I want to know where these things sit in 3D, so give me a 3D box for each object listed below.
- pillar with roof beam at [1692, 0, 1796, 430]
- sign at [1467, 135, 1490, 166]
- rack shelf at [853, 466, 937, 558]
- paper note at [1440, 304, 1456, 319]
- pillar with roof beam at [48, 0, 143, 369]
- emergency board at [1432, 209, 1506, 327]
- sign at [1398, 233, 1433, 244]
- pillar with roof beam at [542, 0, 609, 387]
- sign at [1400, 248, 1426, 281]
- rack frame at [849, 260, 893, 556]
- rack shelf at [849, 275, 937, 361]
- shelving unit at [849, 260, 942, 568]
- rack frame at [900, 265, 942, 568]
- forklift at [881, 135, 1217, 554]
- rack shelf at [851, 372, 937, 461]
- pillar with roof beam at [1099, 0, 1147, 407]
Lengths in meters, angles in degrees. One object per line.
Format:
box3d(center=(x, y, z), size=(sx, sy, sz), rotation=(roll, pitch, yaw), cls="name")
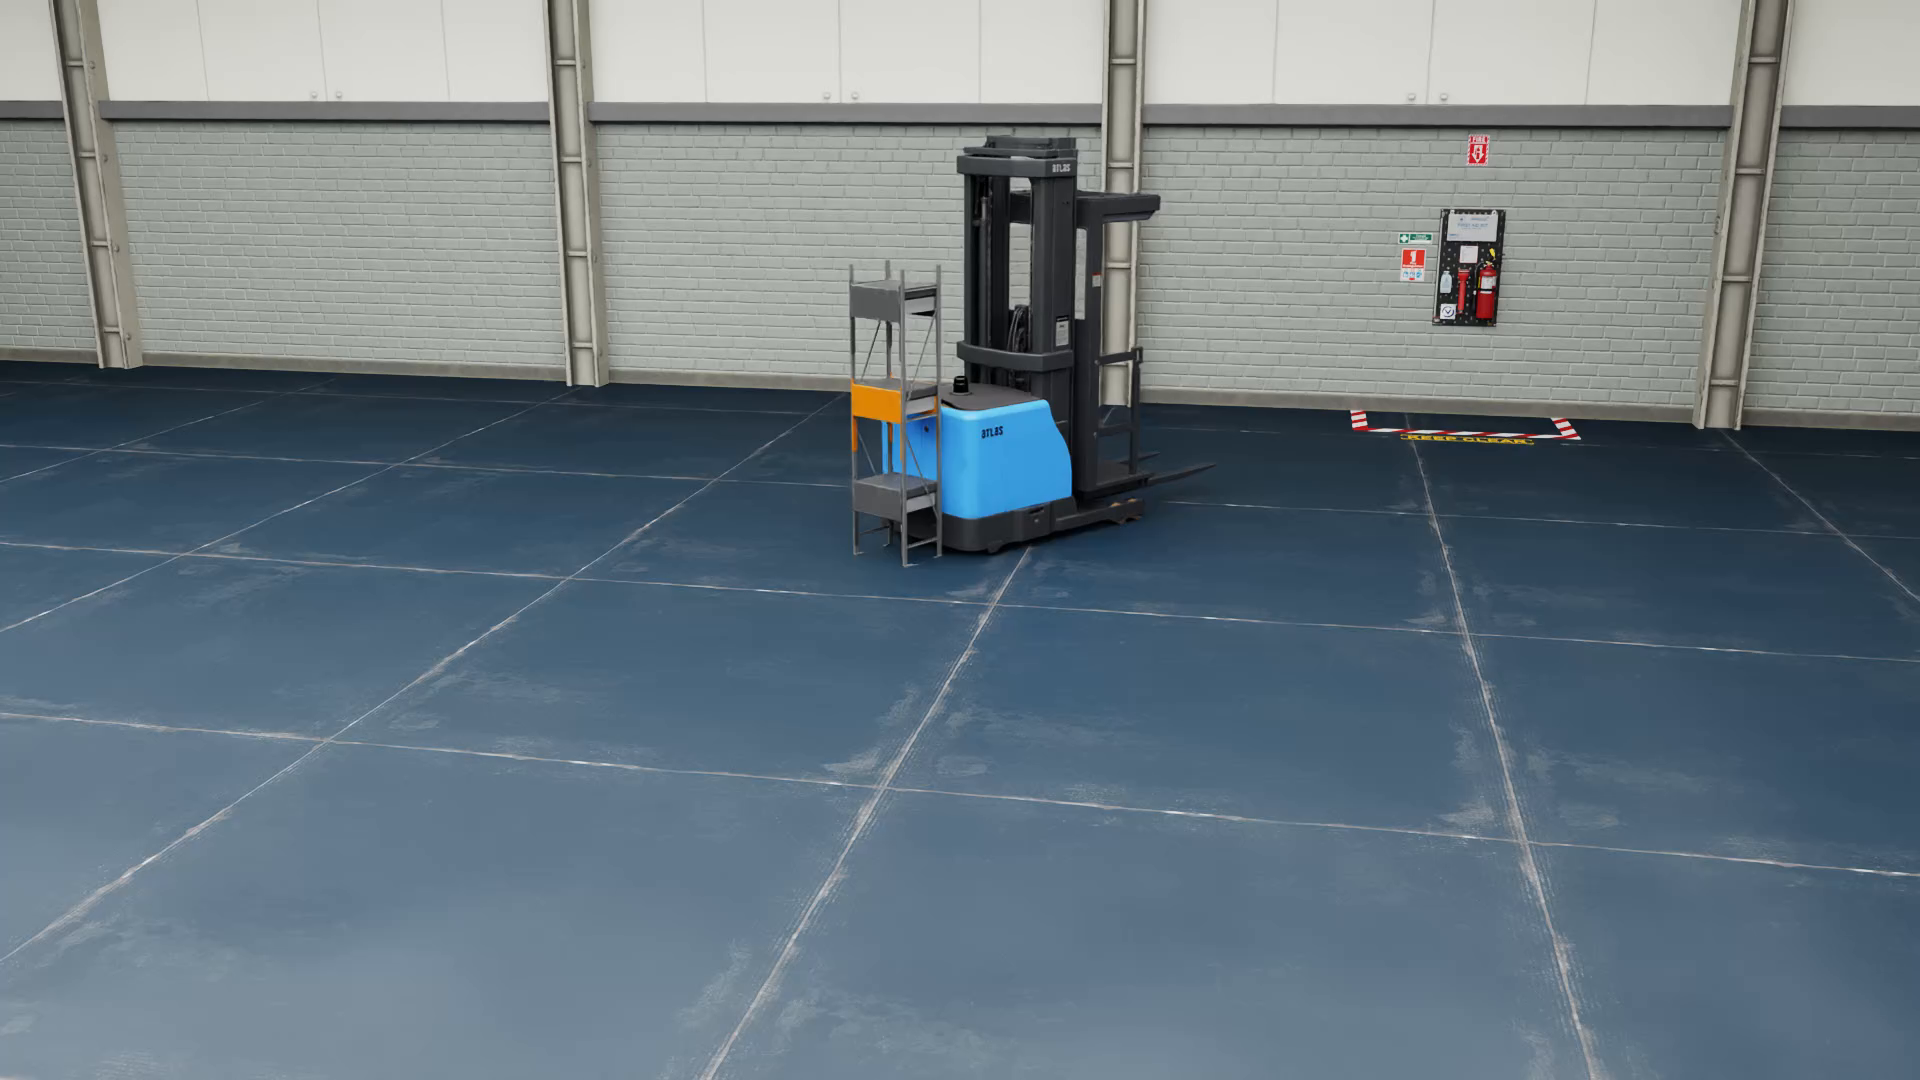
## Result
box3d(center=(6.681, -4.345, 11.322), size=(0.400, 9.000, 9.100), rotation=(3, 16, 11), cls="pillar with roof beam")
box3d(center=(5.137, -3.865, 16.485), size=(0.199, 0.298, 0.001), rotation=(3, 16, 11), cls="sign")
box3d(center=(-0.451, -0.208, 11.982), size=(0.480, 0.518, 0.431), rotation=(13, 20, 40), cls="rack shelf")
box3d(center=(4.965, -2.325, 16.915), size=(0.142, 0.148, 0.016), rotation=(3, 16, 11), cls="paper note")
box3d(center=(-10.958, -5.303, 14.778), size=(0.400, 9.000, 9.100), rotation=(3, 16, 11), cls="pillar with roof beam")
box3d(center=(5.125, -2.722, 16.699), size=(0.643, 1.169, 0.194), rotation=(3, 16, 11), cls="emergency board")
box3d(center=(4.606, -3.048, 16.817), size=(0.331, 0.109, 0.001), rotation=(3, 16, 11), cls="sign")
box3d(center=(-5.078, -4.984, 13.626), size=(0.400, 9.000, 9.100), rotation=(3, 16, 11), cls="pillar with roof beam")
box3d(center=(4.604, -2.795, 16.897), size=(0.234, 0.329, 0.001), rotation=(3, 16, 11), cls="sign")
box3d(center=(-0.634, -0.939, 11.947), size=(0.015, 2.100, 0.400), rotation=(13, 20, 40), cls="rack frame")
box3d(center=(-0.452, -1.557, 11.608), size=(0.480, 0.518, 0.431), rotation=(13, 20, 40), cls="rack shelf")
box3d(center=(-0.451, -0.896, 11.791), size=(0.503, 2.100, 0.431), rotation=(13, 20, 40), cls="shelving unit")
box3d(center=(-0.269, -0.852, 11.635), size=(0.015, 2.100, 0.400), rotation=(13, 20, 40), cls="rack frame")
box3d(center=(0.824, -1.626, 12.870), size=(3.031, 2.935, 1.130), rotation=(-14, 21, -41), cls="forklift")
box3d(center=(-0.451, -0.882, 11.795), size=(0.480, 0.518, 0.431), rotation=(13, 20, 40), cls="rack shelf")
box3d(center=(0.801, -4.664, 12.474), size=(0.400, 9.000, 9.100), rotation=(3, 16, 11), cls="pillar with roof beam")
